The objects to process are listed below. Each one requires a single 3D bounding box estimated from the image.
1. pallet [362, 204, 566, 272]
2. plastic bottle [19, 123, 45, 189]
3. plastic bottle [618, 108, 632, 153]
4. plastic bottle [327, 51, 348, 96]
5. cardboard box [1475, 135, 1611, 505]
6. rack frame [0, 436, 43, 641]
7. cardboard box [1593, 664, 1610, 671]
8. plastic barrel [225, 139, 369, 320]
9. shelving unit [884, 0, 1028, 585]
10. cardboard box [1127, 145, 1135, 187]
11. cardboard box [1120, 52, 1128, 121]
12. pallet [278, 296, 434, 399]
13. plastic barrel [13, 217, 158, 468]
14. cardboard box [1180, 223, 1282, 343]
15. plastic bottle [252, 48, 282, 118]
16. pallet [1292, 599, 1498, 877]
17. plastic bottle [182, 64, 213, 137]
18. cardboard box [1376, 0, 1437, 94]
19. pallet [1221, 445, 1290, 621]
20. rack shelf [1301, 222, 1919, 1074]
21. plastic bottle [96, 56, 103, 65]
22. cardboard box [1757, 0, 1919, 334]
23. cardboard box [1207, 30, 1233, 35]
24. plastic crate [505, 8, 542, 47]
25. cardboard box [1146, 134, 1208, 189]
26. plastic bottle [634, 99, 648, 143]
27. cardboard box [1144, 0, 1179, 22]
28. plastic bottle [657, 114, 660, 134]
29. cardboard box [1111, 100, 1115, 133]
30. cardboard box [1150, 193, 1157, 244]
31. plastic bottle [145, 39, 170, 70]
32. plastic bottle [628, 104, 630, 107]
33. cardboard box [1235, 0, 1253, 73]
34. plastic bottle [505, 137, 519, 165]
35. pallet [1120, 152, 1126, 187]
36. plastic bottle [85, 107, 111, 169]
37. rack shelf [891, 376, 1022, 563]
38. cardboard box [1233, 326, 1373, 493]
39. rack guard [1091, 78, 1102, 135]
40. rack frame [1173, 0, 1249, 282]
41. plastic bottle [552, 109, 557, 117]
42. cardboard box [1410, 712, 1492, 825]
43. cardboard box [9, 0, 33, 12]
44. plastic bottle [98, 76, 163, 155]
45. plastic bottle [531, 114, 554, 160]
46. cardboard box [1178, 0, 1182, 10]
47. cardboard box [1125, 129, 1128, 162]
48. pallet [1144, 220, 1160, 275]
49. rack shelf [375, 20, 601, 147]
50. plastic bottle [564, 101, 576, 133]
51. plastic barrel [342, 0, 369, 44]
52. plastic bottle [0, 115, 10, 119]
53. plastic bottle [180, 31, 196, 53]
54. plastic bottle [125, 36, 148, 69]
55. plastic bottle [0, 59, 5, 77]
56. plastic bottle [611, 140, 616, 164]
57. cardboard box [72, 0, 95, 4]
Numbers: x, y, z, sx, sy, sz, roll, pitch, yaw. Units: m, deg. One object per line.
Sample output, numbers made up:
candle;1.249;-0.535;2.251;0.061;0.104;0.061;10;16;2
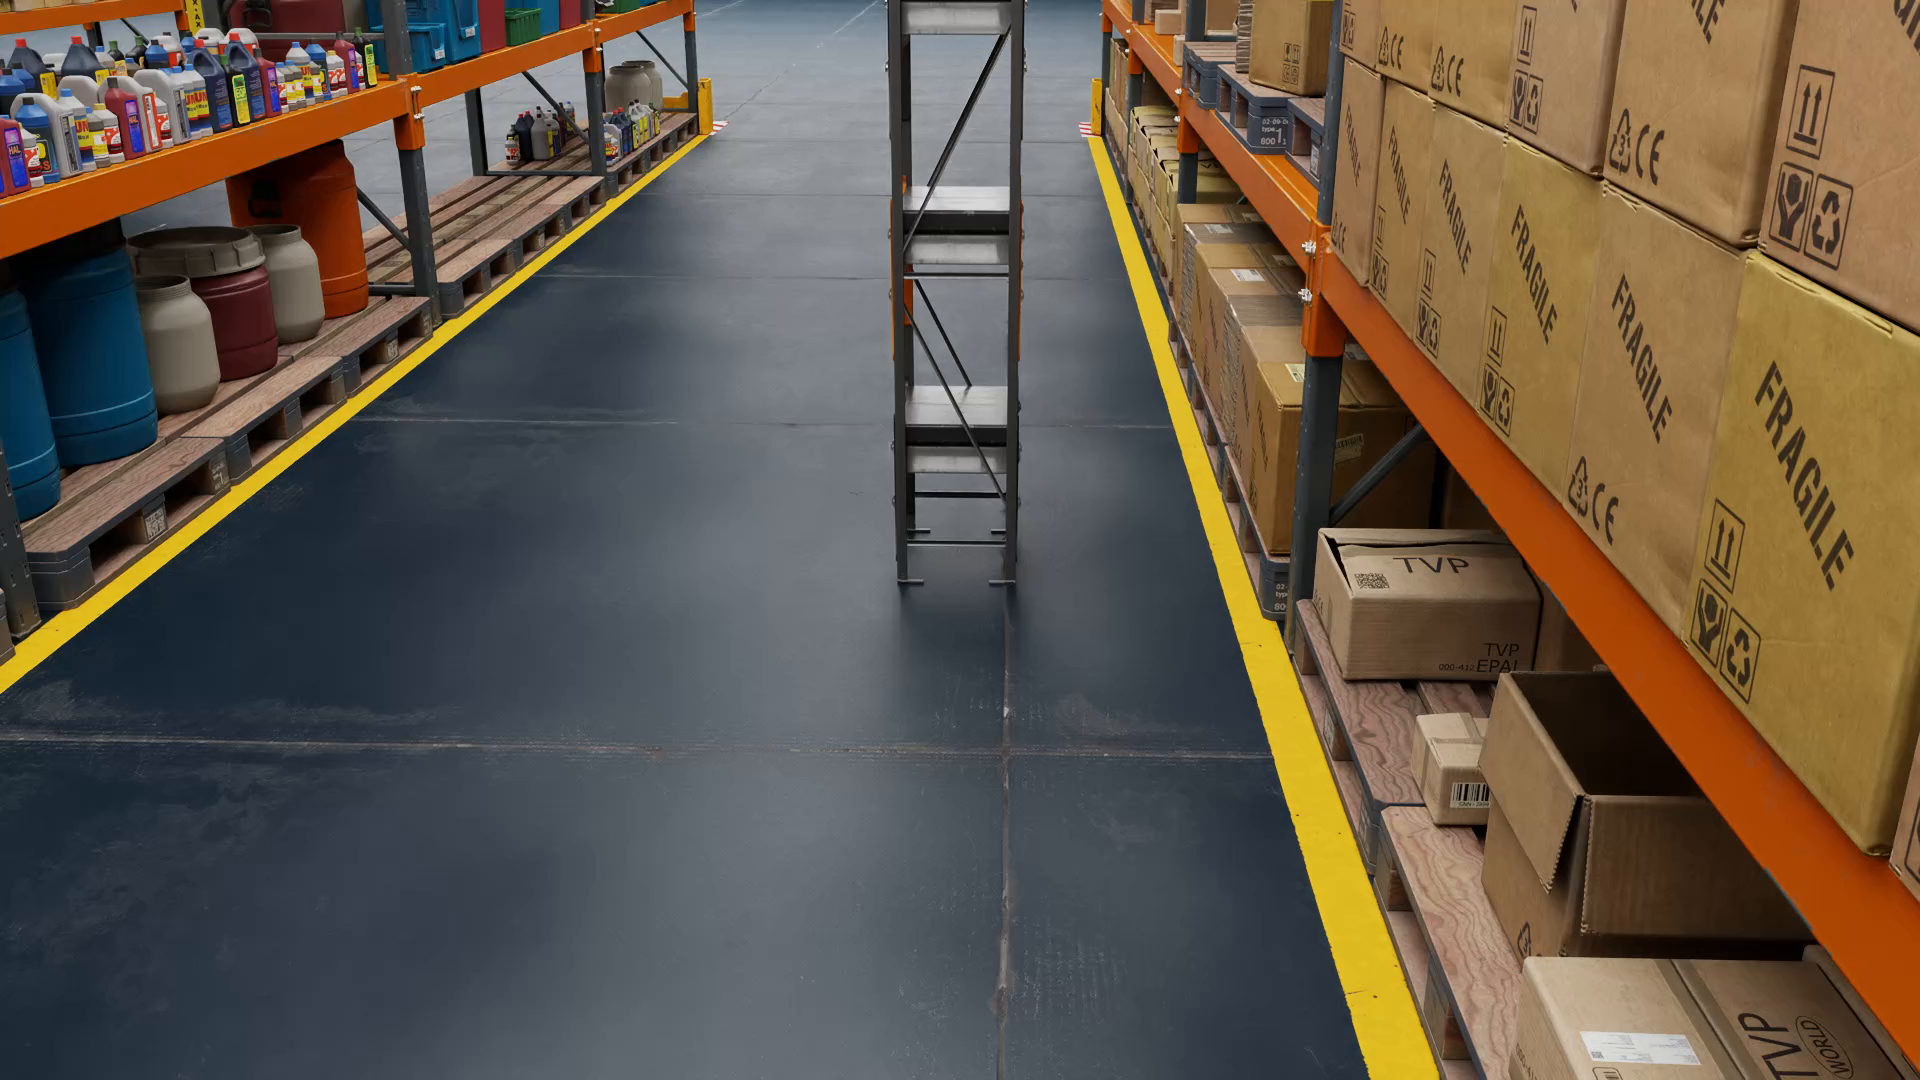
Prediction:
pallet;-3.216;-1.975;10.828;1.003;0.211;1.213;1;21;2
plastic bottle;-3.013;-1.235;5.339;0.097;0.201;0.097;0;21;0
plastic bottle;-2.752;-3.328;13.512;0.144;0.351;0.185;0;21;-1
plastic bottle;-2.933;-2.187;7.794;0.097;0.201;0.097;0;21;0
cardboard box;1.179;-0.369;2.695;0.500;0.500;0.500;0;21;1
rack frame;-3.440;-1.109;4.741;1.000;3.000;0.127;1;21;2
cardboard box;1.754;0.475;3.766;0.500;0.311;0.500;1;21;2
plastic barrel;-3.316;-1.563;8.329;0.600;0.830;0.708;1;21;2
shelving unit;-0.005;-0.919;5.495;0.431;2.100;0.503;1;21;2
cardboard box;1.494;-2.717;12.105;0.500;0.250;0.500;0;21;0
cardboard box;1.588;-3.741;13.708;0.500;0.500;0.500;1;21;2
pallet;-3.301;-0.970;8.237;1.003;0.211;1.213;1;21;2
plastic barrel;-3.385;-0.779;6.211;0.600;0.901;0.708;1;21;2
cardboard box;1.323;-1.189;7.793;0.500;0.500;0.500;0;21;0
plastic bottle;-2.939;-1.937;7.036;0.061;0.283;0.133;1;21;2
pallet;1.489;0.495;4.462;1.003;0.211;1.213;1;21;2
plastic bottle;-2.976;-1.708;6.462;0.097;0.271;0.097;0;21;0
cardboard box;1.200;-1.212;3.487;0.500;0.500;0.500;0;21;0
pallet;1.498;-0.048;5.861;1.003;0.211;1.213;1;21;2
rack shelf;1.450;0.005;2.864;1.077;0.370;4.000;1;21;2
plastic bottle;-3.714;-1.967;7.129;0.097;0.271;0.097;0;21;0
cardboard box;1.142;-0.467;1.564;0.500;0.500;0.500;1;21;3
cardboard box;1.615;-2.844;9.560;0.380;0.149;0.250;2;21;6
plastic crate;-2.968;-3.270;10.604;0.450;0.188;0.662;1;21;2
cardboard box;1.447;-2.419;10.561;0.500;0.311;0.500;1;21;3
plastic bottle;-2.733;-3.549;14.081;0.144;0.351;0.185;2;21;4
cardboard box;1.761;-4.153;12.448;0.700;0.500;0.500;0;21;0
plastic bottle;-2.693;-3.680;14.626;0.097;0.201;0.097;0;21;0
cardboard box;1.610;-3.753;14.776;0.500;0.250;0.500;1;21;2
cardboard box;1.435;-1.975;10.192;0.500;0.250;0.500;1;21;3
plastic bottle;-3.639;-2.133;7.558;0.097;0.271;0.097;0;21;0
plastic bottle;-2.834;-3.628;14.380;0.061;0.283;0.133;1;21;2
cardboard box;1.507;-2.185;6.794;0.700;0.500;0.500;5;22;12
plastic bottle;-3.497;-3.037;12.970;0.097;0.201;0.097;0;21;0
pallet;1.820;-2.933;13.296;1.003;0.211;1.213;1;21;2
plastic bottle;-3.000;-1.389;5.737;0.097;0.201;0.097;0;21;0
rack shelf;-0.005;-0.254;5.753;0.431;0.518;0.480;1;21;2
cardboard box;1.263;-0.453;5.898;0.500;0.500;0.500;1;21;2
rack guard;1.877;-4.236;16.254;1.175;0.500;0.348;1;21;2
rack frame;1.633;-2.500;8.325;1.000;3.000;0.127;1;21;2
plastic bottle;-3.455;-3.569;14.244;0.097;0.271;0.097;0;21;0
cardboard box;1.266;0.525;3.839;0.380;0.166;0.250;1;21;2
cardboard box;-7.793;-4.375;13.505;0.380;0.149;0.250;1;21;2
plastic bottle;-3.017;-1.549;6.047;0.152;0.276;0.135;1;21;2
plastic bottle;-3.321;-3.206;13.200;0.144;0.351;0.185;1;21;2
cardboard box;1.783;-3.698;11.619;0.500;0.250;0.500;2;21;5
cardboard box;1.550;-3.030;12.912;0.500;0.250;0.500;1;21;2
pallet;1.737;-1.937;10.729;1.003;0.211;1.213;1;21;2
rack shelf;-3.258;-2.943;10.463;1.077;0.370;4.000;1;21;2
plastic bottle;-3.442;-3.729;14.657;0.097;0.271;0.097;0;21;0
plastic barrel;-3.501;-2.982;9.413;0.421;0.512;0.421;0;21;0
plastic bottle;-3.159;-1.307;5.525;0.097;0.201;0.097;0;21;0
plastic bottle;-3.685;-2.301;7.991;0.097;0.271;0.097;0;21;0
plastic bottle;-3.718;-2.133;7.541;0.061;0.283;0.133;1;21;2
plastic bottle;-3.752;-1.732;6.508;0.061;0.283;0.133;1;21;2
plastic bottle;-2.746;-3.050;13.002;0.097;0.201;0.097;0;21;0
cardboard box;-7.769;-4.737;14.437;0.380;0.149;0.250;1;21;2
